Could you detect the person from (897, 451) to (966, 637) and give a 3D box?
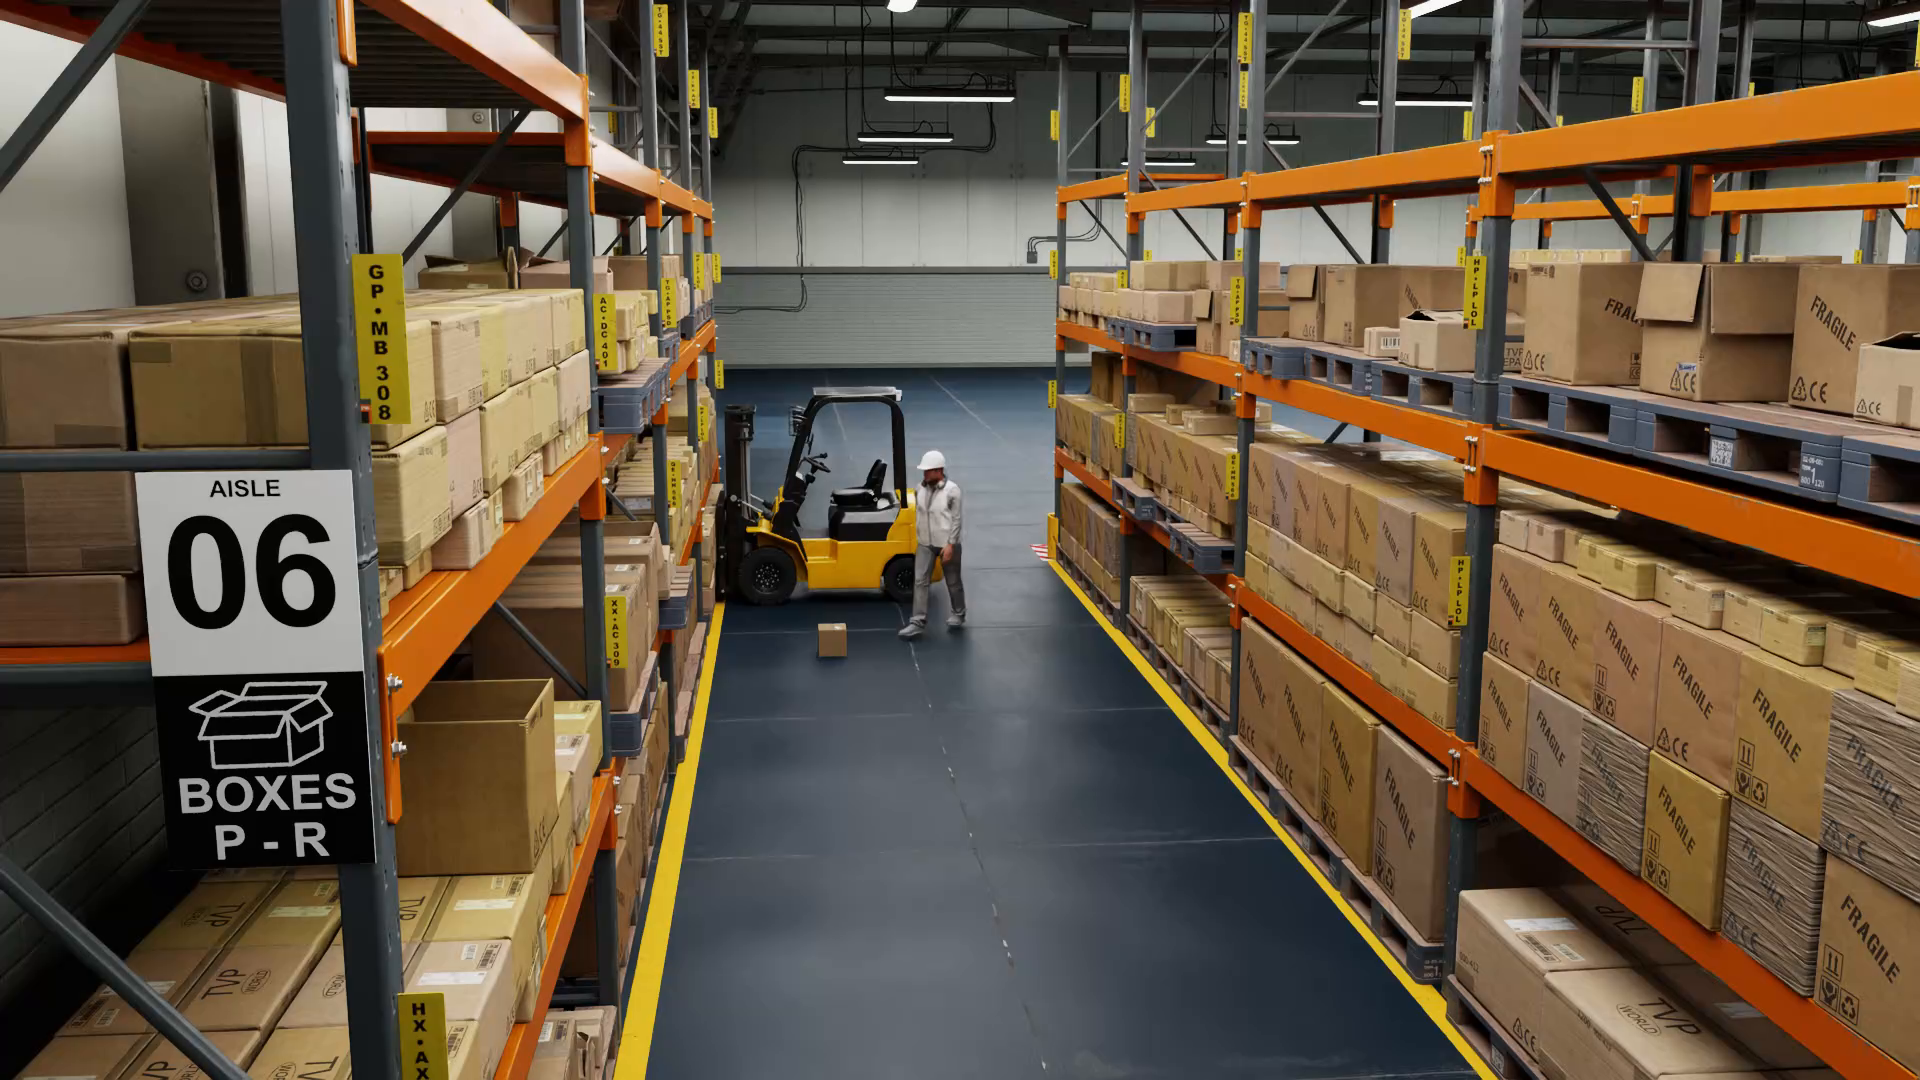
[{"bbox_3d":[-0.228,0.014,15.688,0.552,1.722,0.948,5,11,25],"label":"person"}]
